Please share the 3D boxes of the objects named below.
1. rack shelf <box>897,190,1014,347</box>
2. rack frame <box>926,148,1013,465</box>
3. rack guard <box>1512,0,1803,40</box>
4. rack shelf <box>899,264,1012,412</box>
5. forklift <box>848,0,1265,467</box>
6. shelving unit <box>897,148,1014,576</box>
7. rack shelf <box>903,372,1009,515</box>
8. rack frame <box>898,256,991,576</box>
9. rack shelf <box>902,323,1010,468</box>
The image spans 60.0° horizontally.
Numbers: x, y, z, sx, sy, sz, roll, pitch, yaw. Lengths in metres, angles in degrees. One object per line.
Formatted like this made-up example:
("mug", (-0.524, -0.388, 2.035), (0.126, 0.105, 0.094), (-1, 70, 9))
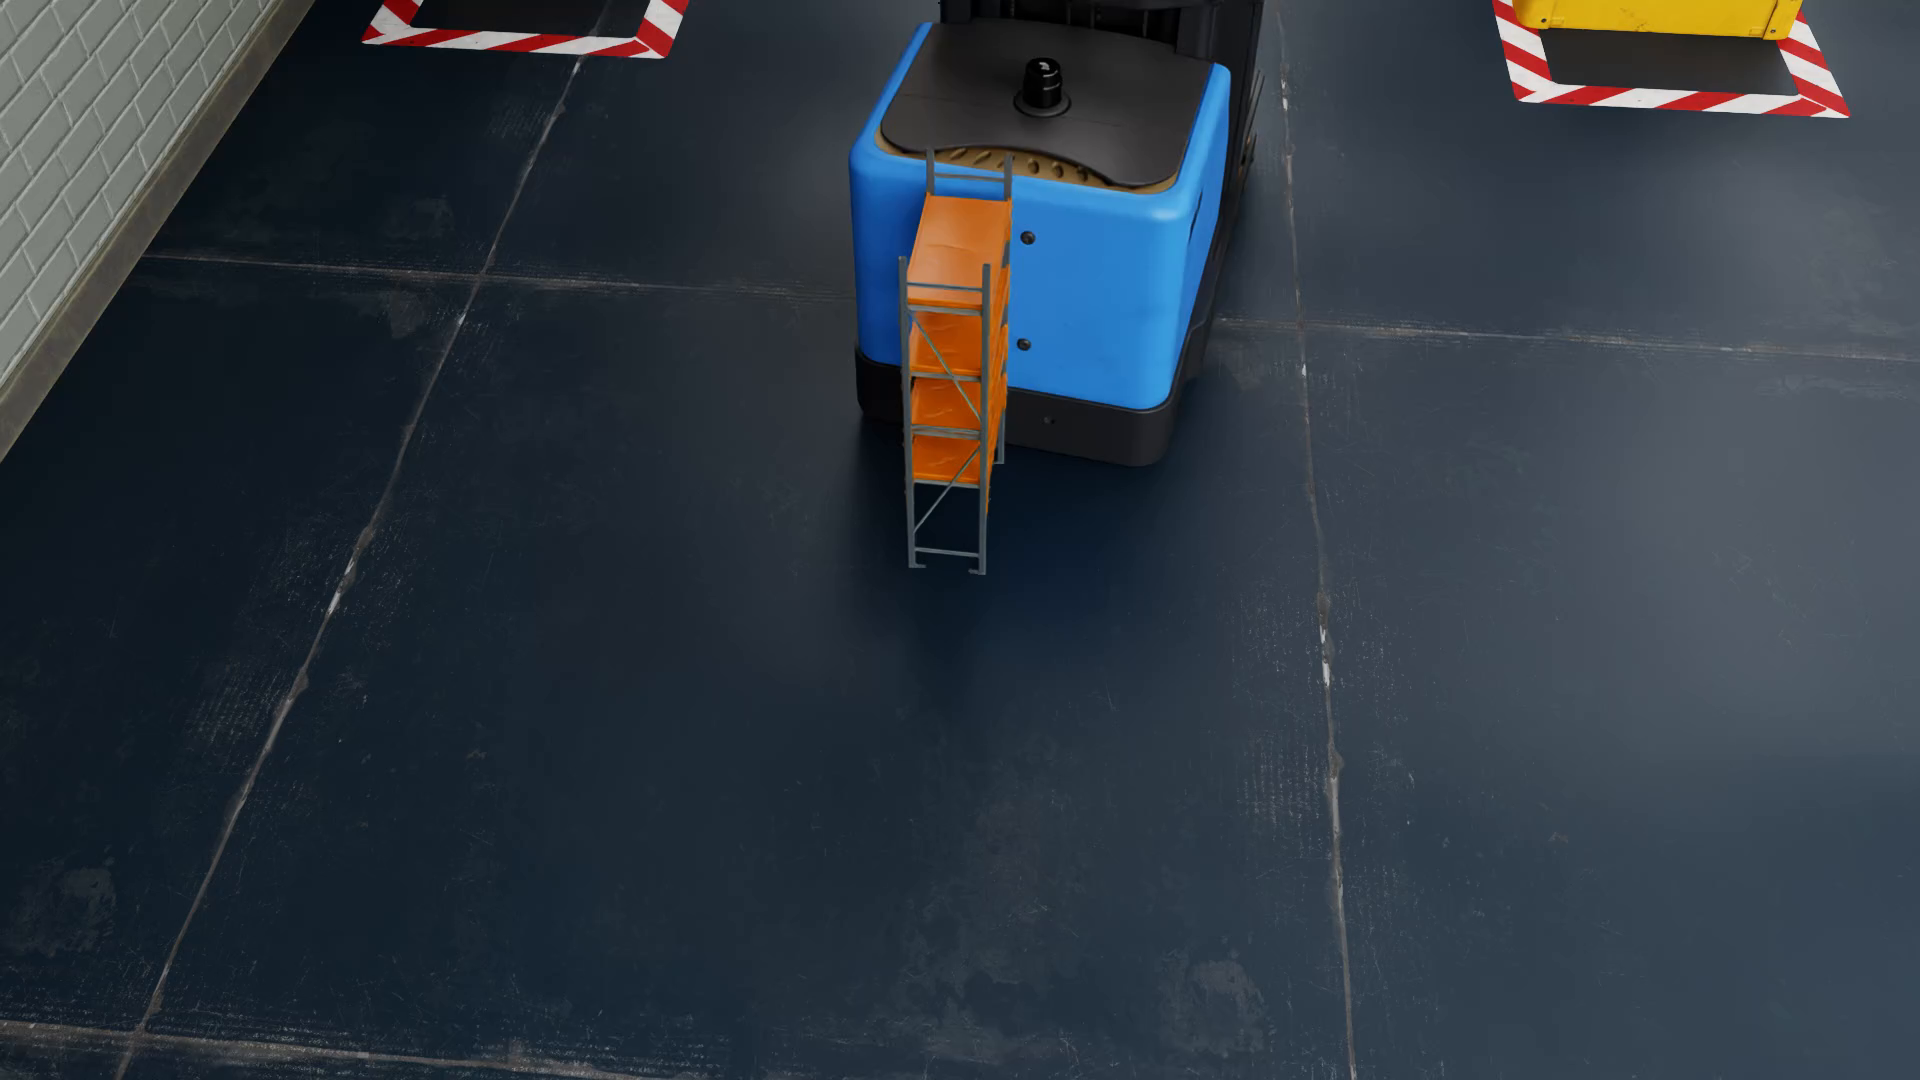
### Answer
("rack shelf", (-0.007, -0.756, 4.595), (0.258, 0.148, 0.480), (6, 48, 5))
("rack frame", (0.026, -0.669, 5.049), (0.240, 1.200, 0.015), (6, 48, 5))
("rack guard", (3.056, -2.508, 7.205), (1.175, 0.500, 0.348), (4, 48, 4))
("rack shelf", (-0.007, -0.596, 4.770), (0.258, 0.148, 0.480), (6, 48, 5))
("forklift", (0.535, -2.339, 5.403), (1.130, 2.935, 3.031), (11, 49, 10))
("shelving unit", (-0.007, -0.490, 4.885), (0.258, 1.200, 0.503), (6, 48, 5))
("rack shelf", (-0.007, -0.311, 5.082), (0.258, 0.148, 0.480), (6, 48, 5))
("rack frame", (-0.040, -0.312, 4.722), (0.240, 1.200, 0.015), (6, 48, 5))
("rack shelf", (-0.007, -0.445, 4.935), (0.258, 0.148, 0.480), (6, 48, 5))
